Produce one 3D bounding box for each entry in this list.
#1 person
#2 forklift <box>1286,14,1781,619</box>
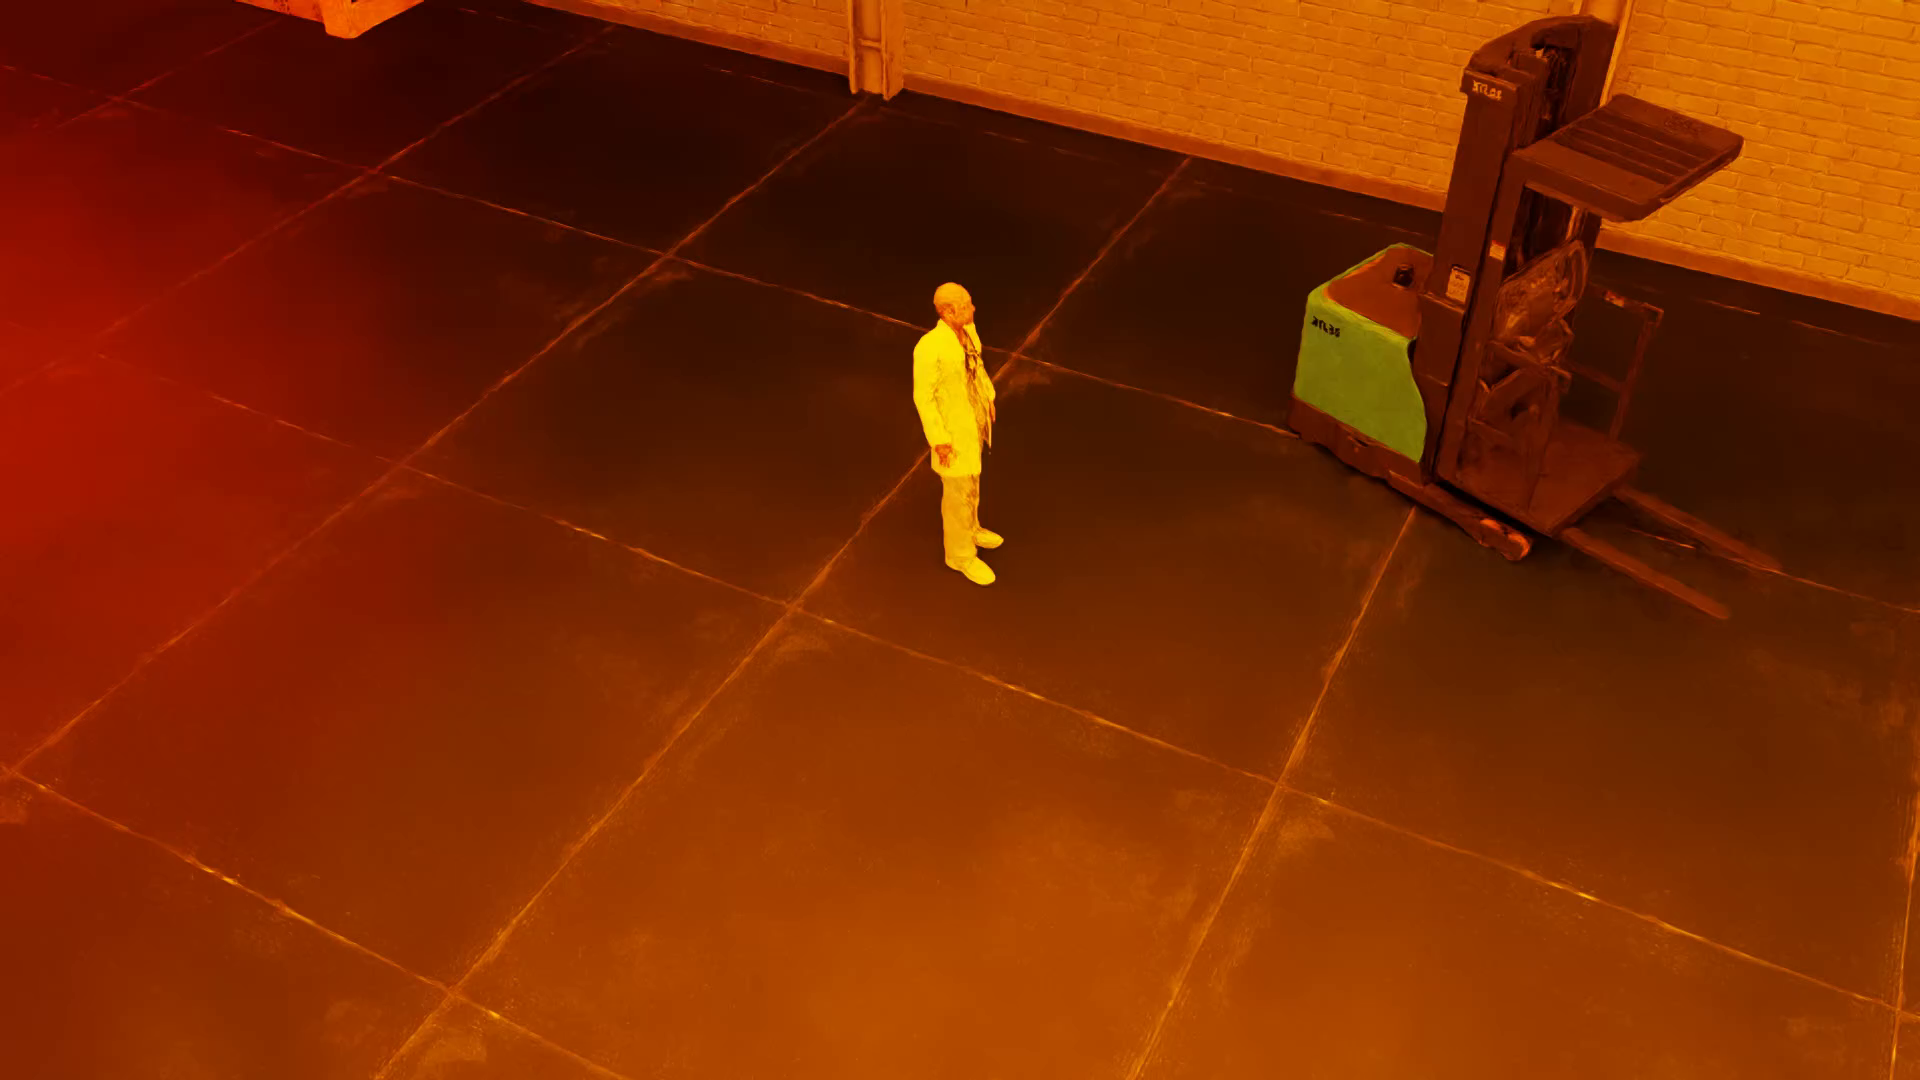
[{"bbox_3d":[0.079,-0.656,9.649,0.579,1.776,0.694,18,43,21],"label":"person"},{"bbox_3d":[3.541,-1.369,9.612,1.130,2.935,3.031,-31,49,-31],"label":"forklift"}]
